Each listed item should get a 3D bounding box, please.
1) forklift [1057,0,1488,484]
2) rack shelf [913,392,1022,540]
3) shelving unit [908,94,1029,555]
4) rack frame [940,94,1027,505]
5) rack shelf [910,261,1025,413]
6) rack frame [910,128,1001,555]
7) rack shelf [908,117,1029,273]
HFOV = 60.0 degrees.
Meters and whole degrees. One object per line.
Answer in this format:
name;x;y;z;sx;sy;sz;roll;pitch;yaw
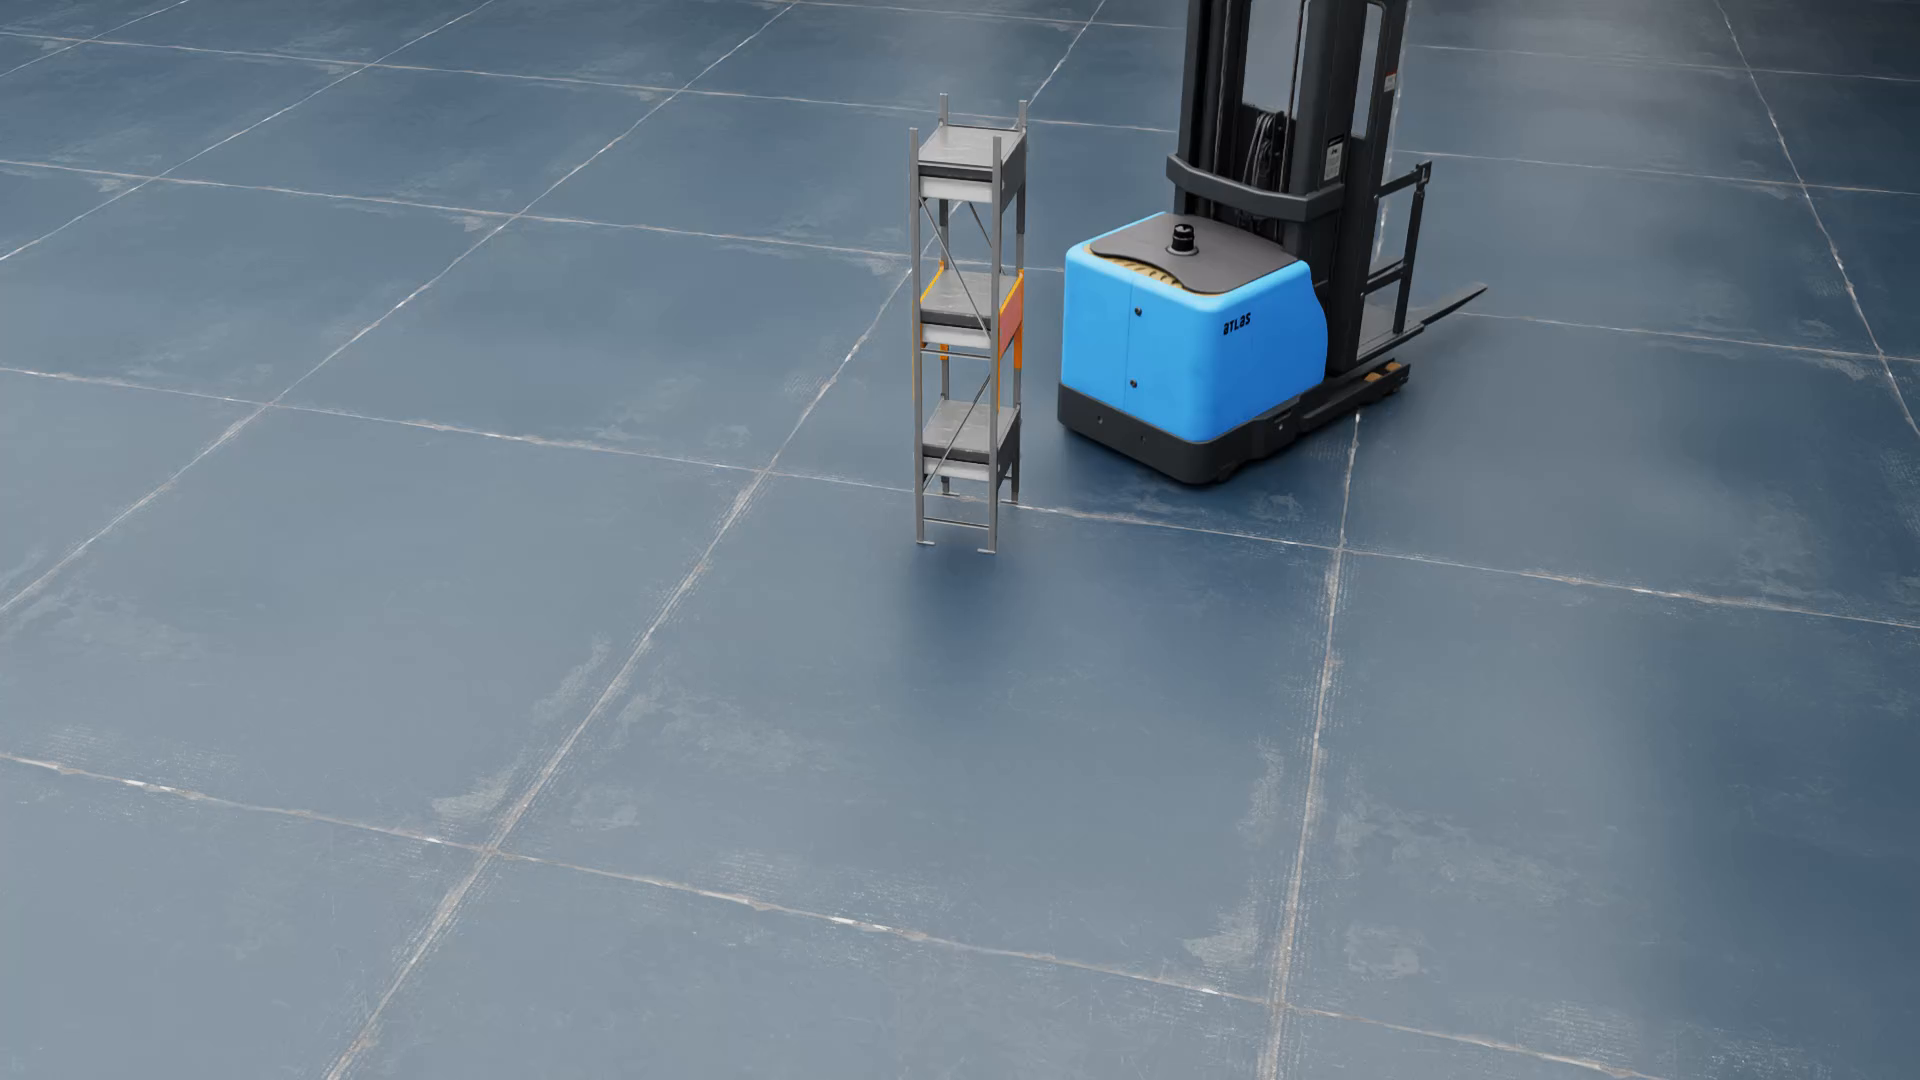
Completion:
forklift;1.951;-2.203;8.984;3.031;2.935;1.130;-27;41;-35
rack shelf;0.042;-0.370;8.205;0.431;0.518;0.480;8;33;12
shelving unit;0.042;-0.972;7.822;0.431;2.100;0.503;8;33;12
rack frame;0.104;-1.099;8.021;0.400;2.100;0.015;8;33;12
rack shelf;0.042;-0.960;7.829;0.431;0.518;0.480;8;33;12
rack frame;-0.020;-0.845;7.623;0.400;2.100;0.015;8;33;12
rack shelf;0.042;-1.551;7.454;0.431;0.518;0.480;8;33;12
